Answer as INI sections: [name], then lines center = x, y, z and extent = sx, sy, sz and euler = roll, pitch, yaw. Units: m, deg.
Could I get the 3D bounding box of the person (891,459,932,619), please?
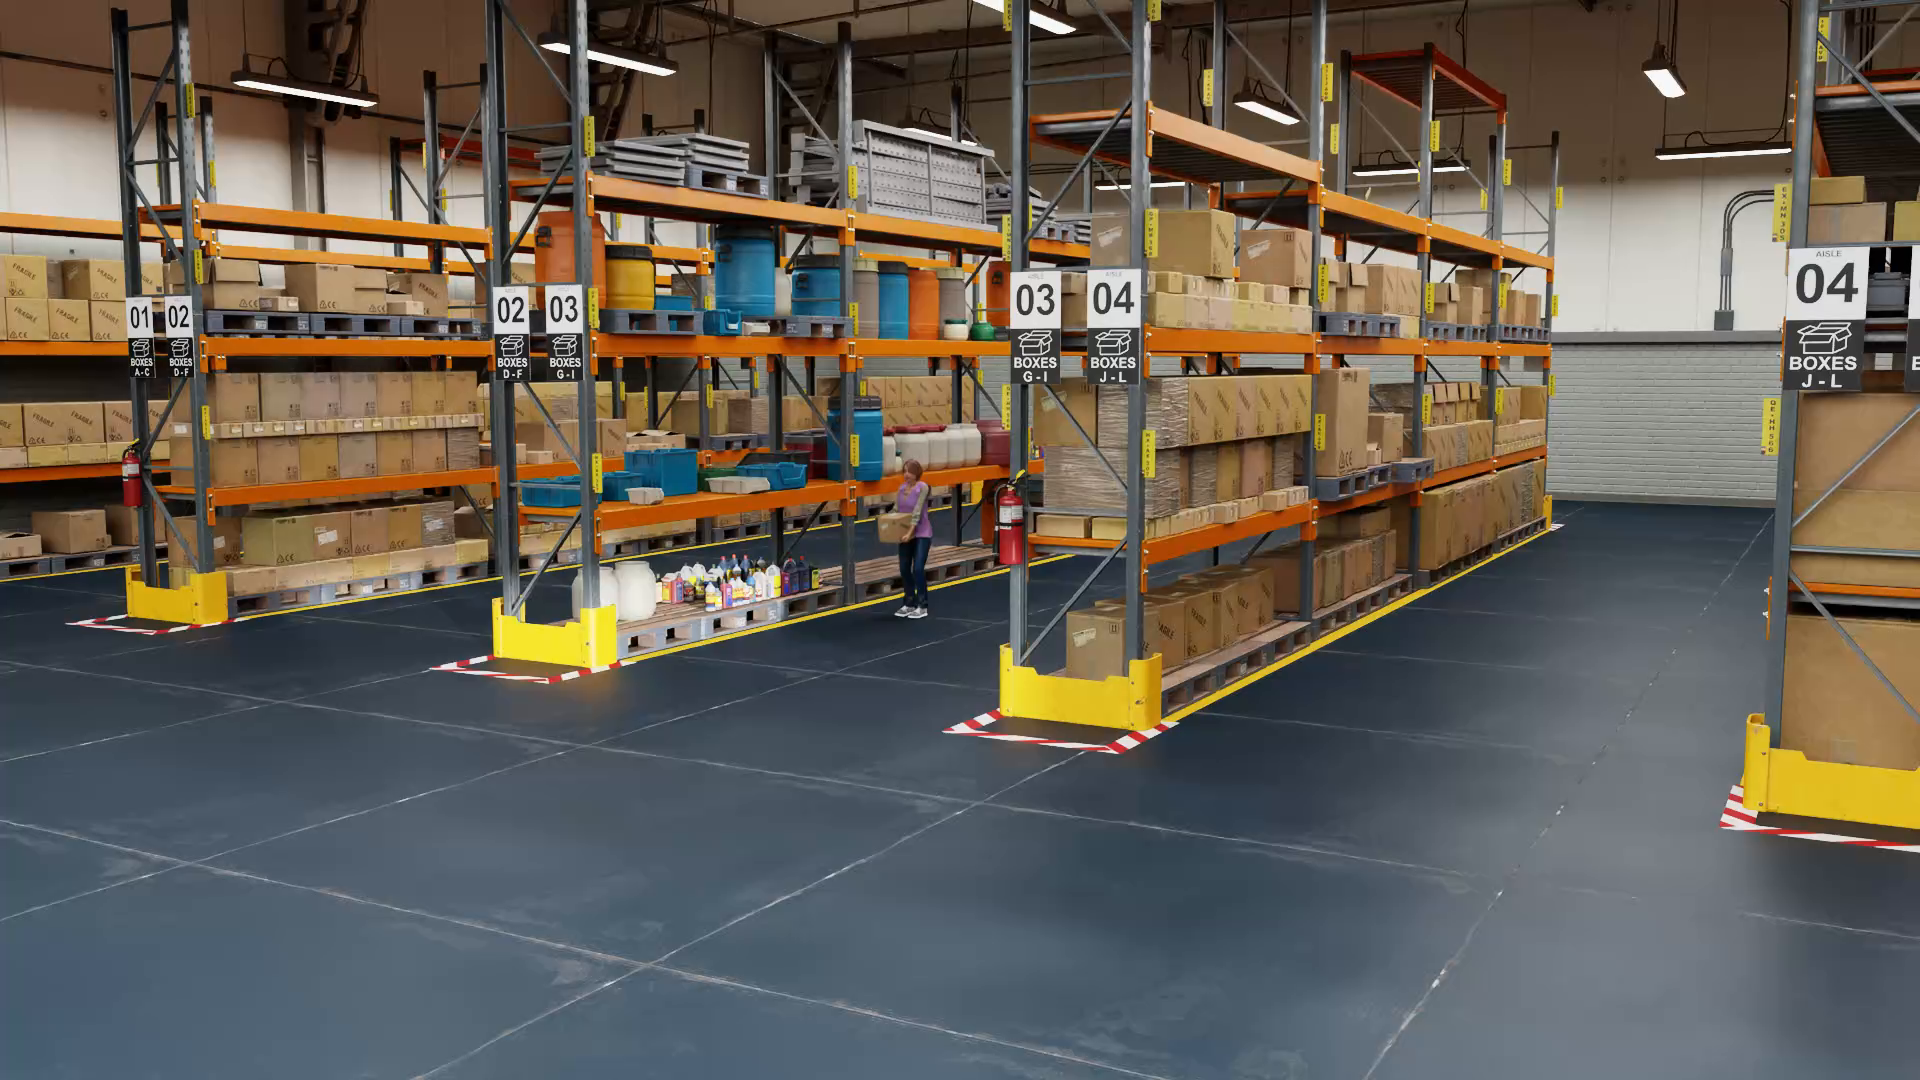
[person]
center = -0.508, -0.010, 16.693
extent = 0.375, 1.596, 0.508
euler = 5, 8, 40
